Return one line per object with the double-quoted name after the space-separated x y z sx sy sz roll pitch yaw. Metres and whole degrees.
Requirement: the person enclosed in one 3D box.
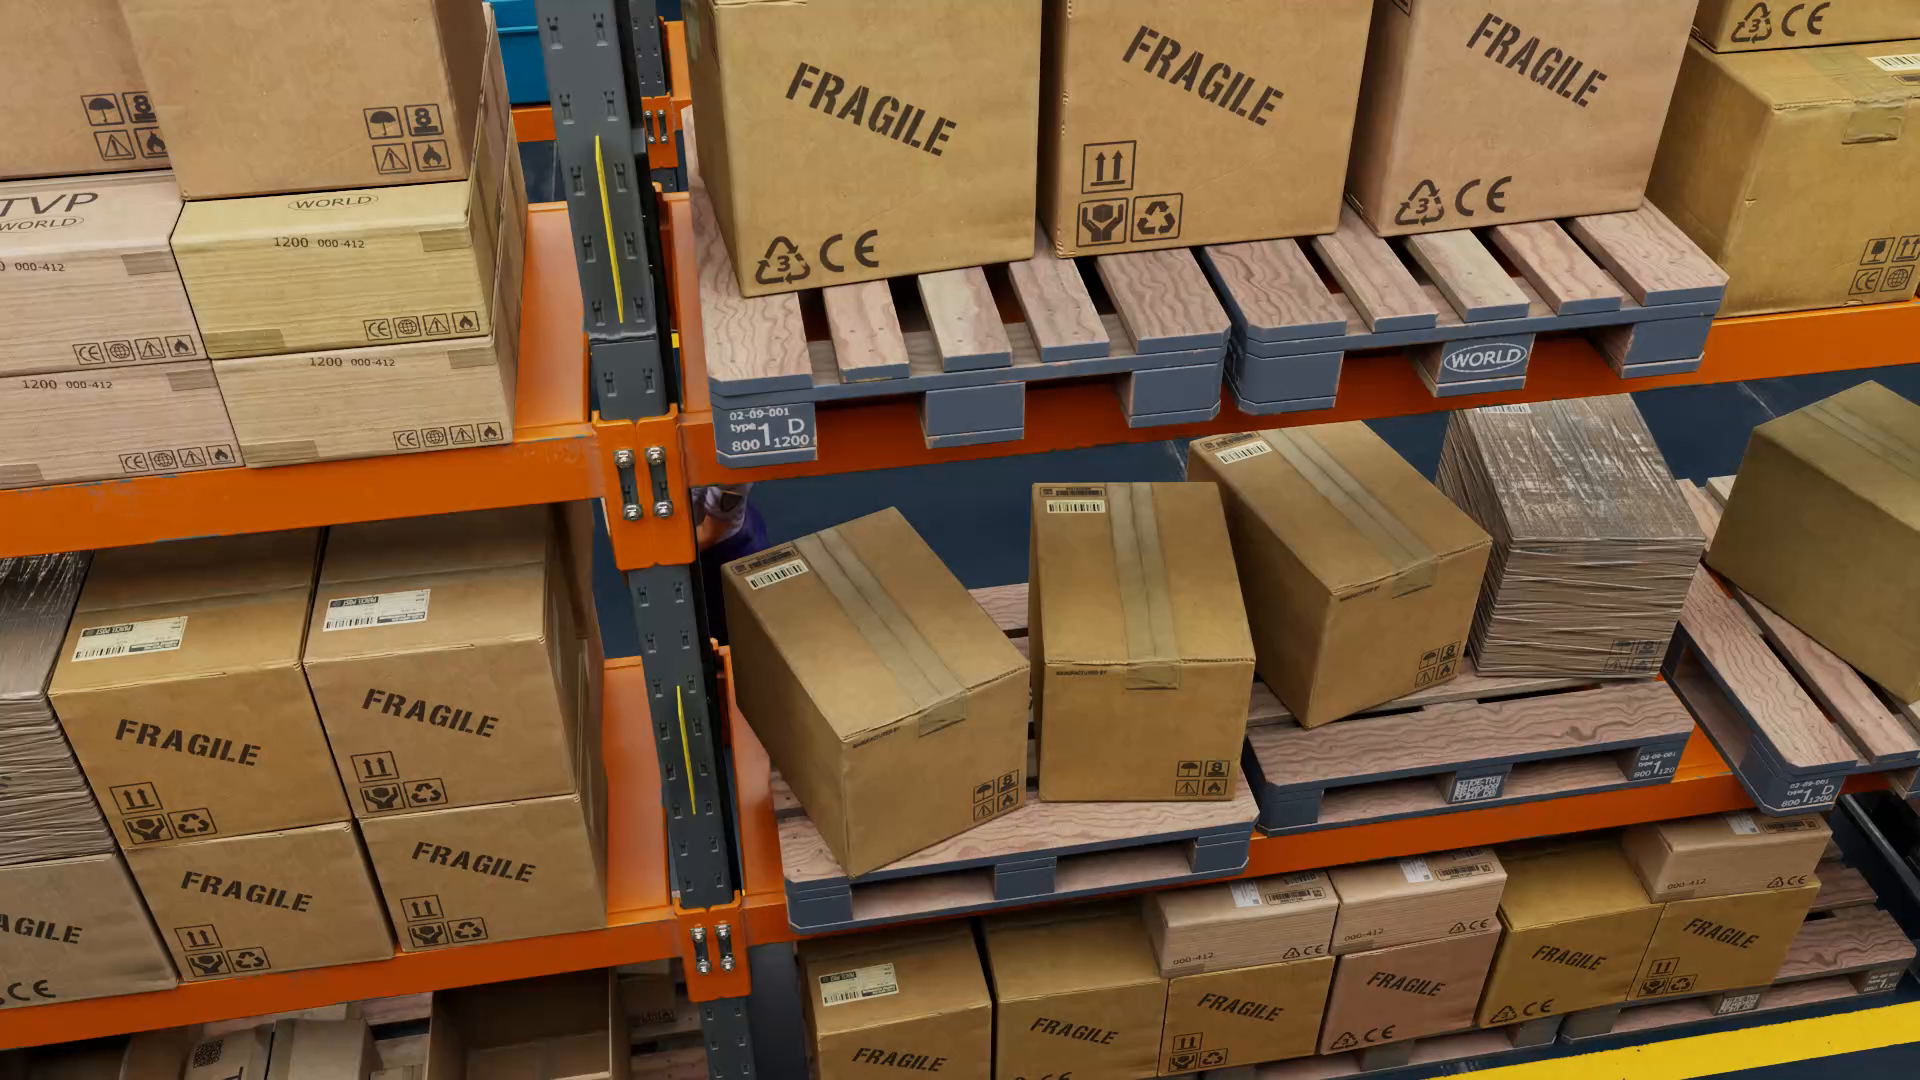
-0.946 0.071 6.087 0.520 1.639 0.453 -10 40 -13 "person"
